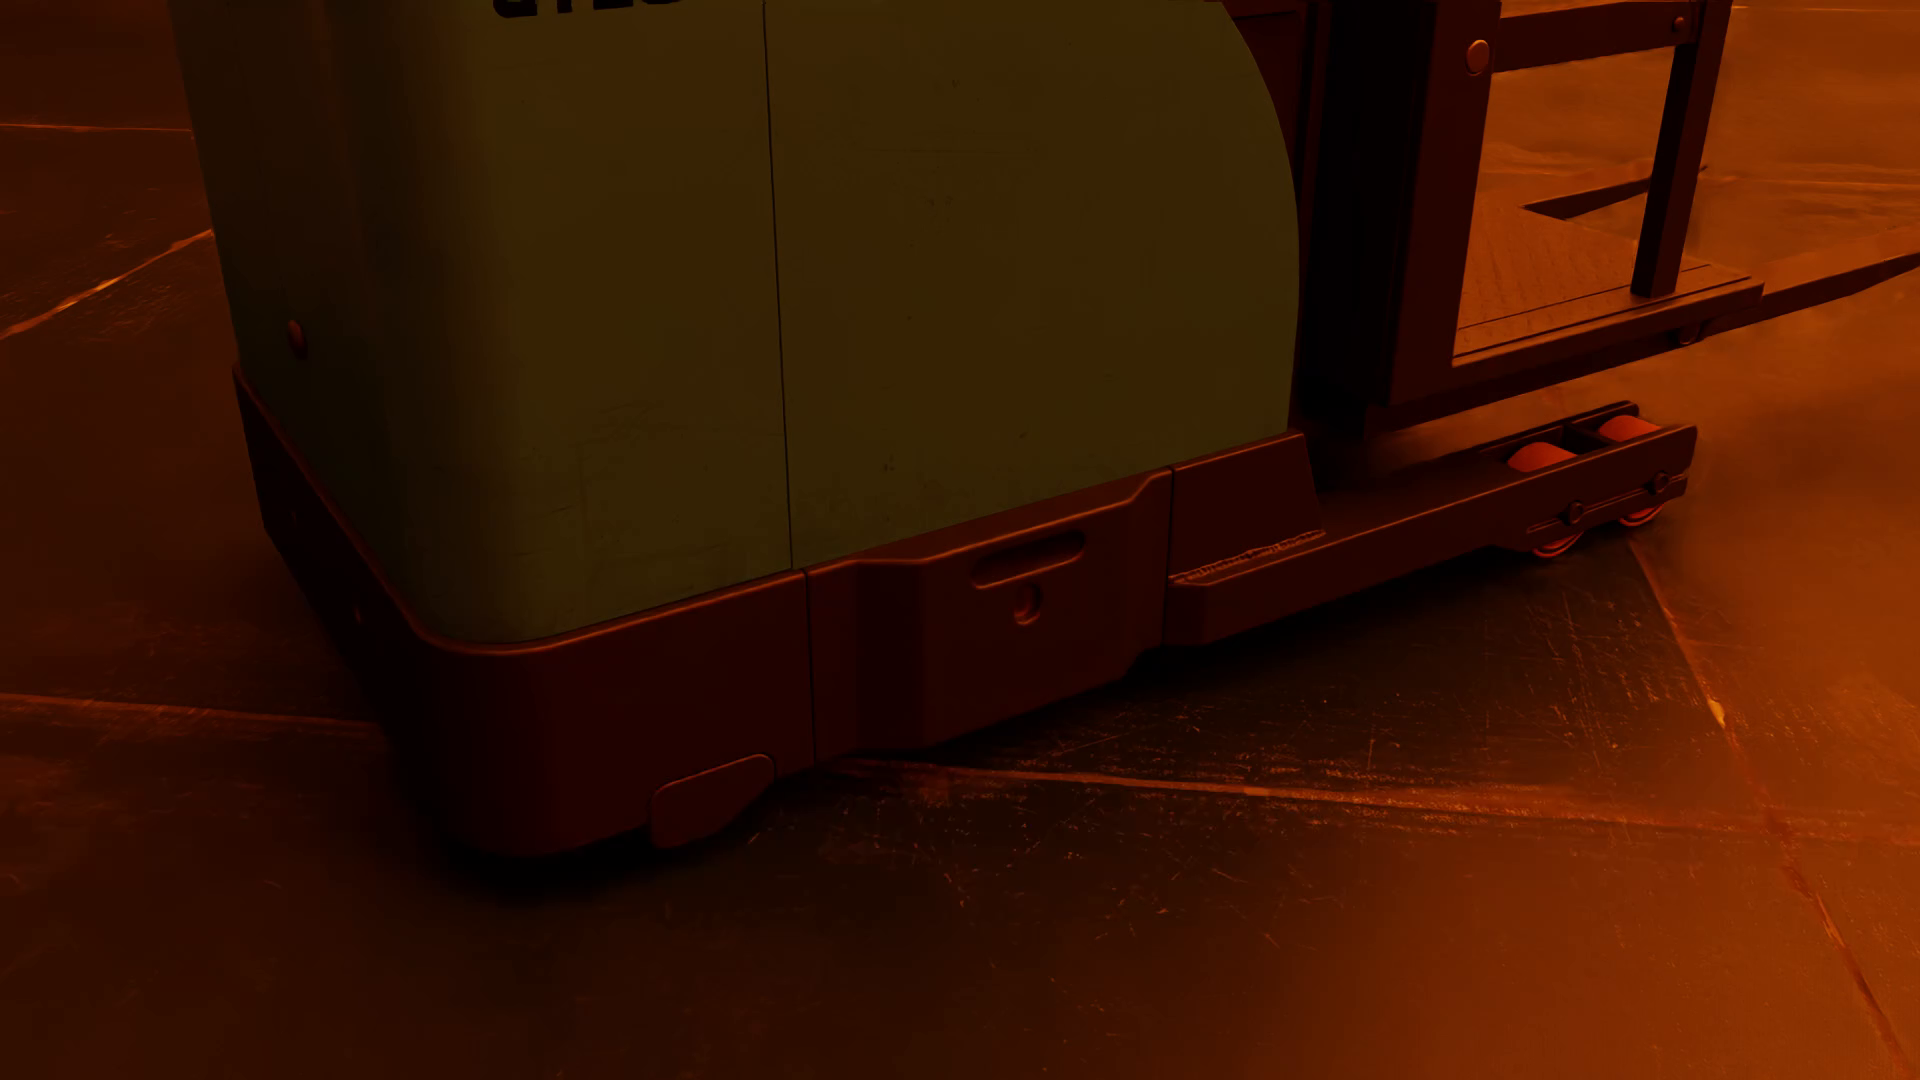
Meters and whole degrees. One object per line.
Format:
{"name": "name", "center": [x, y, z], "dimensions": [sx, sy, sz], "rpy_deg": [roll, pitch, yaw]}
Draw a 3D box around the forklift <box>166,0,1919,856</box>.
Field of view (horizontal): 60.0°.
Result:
{"name": "forklift", "center": [0.514, -1.468, 2.159], "dimensions": [3.031, 2.935, 1.130], "rpy_deg": [-16, 31, -29]}
